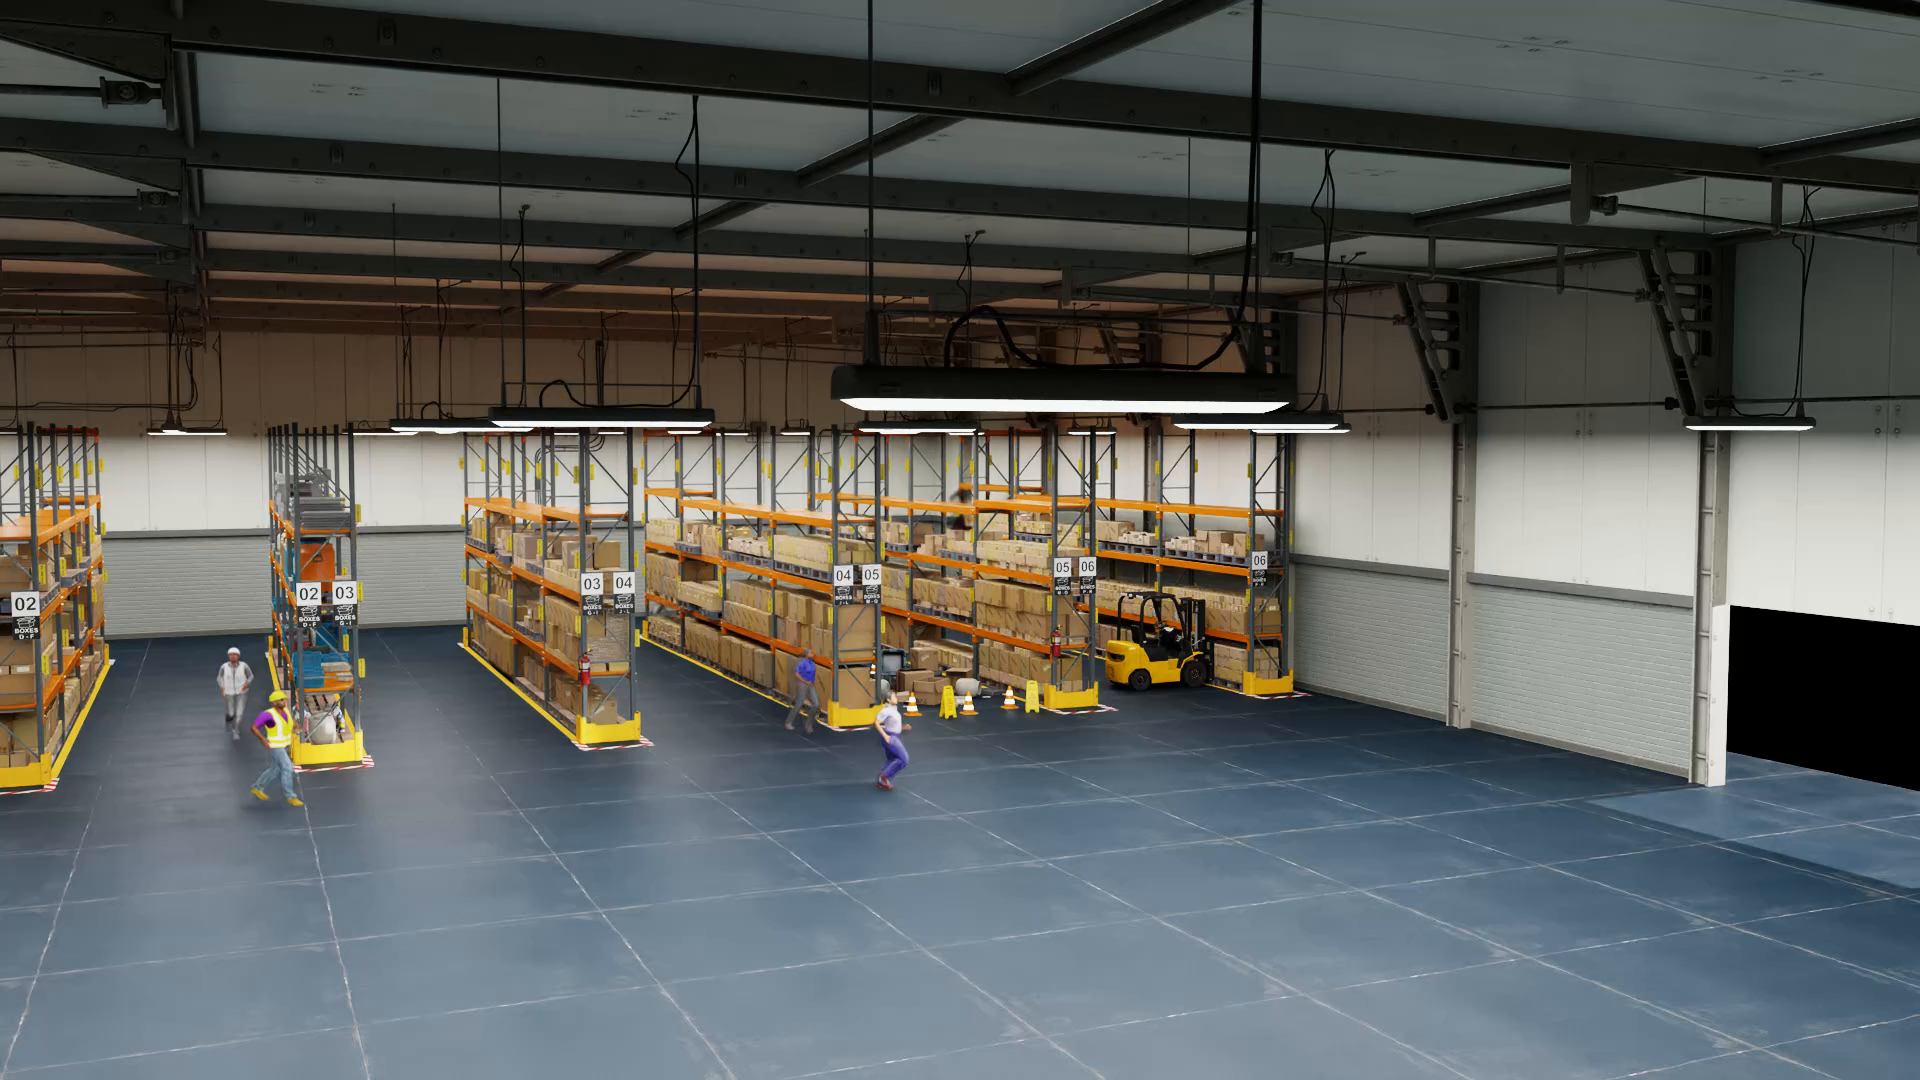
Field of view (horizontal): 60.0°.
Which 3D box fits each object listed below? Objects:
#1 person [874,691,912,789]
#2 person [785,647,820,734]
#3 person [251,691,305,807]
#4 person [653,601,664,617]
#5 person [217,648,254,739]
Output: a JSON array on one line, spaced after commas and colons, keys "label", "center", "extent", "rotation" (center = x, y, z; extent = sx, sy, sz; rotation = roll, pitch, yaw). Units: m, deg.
[{"label": "person", "center": [-1.082, 3.258, 27.030], "extent": [0.598, 1.610, 0.592], "rotation": [0, 3, 5]}, {"label": "person", "center": [-3.020, 2.935, 32.527], "extent": [0.676, 1.671, 0.662], "rotation": [3, 4, 39]}, {"label": "person", "center": [-10.651, 3.247, 25.982], "extent": [0.897, 1.798, 0.675], "rotation": [0, 3, 5]}, {"label": "person", "center": [-8.894, 1.887, 49.113], "extent": [0.681, 1.742, 0.553], "rotation": [-3, 5, -39]}, {"label": "person", "center": [-13.834, 2.920, 31.781], "extent": [0.656, 1.746, 0.627], "rotation": [-1, 4, -21]}]
